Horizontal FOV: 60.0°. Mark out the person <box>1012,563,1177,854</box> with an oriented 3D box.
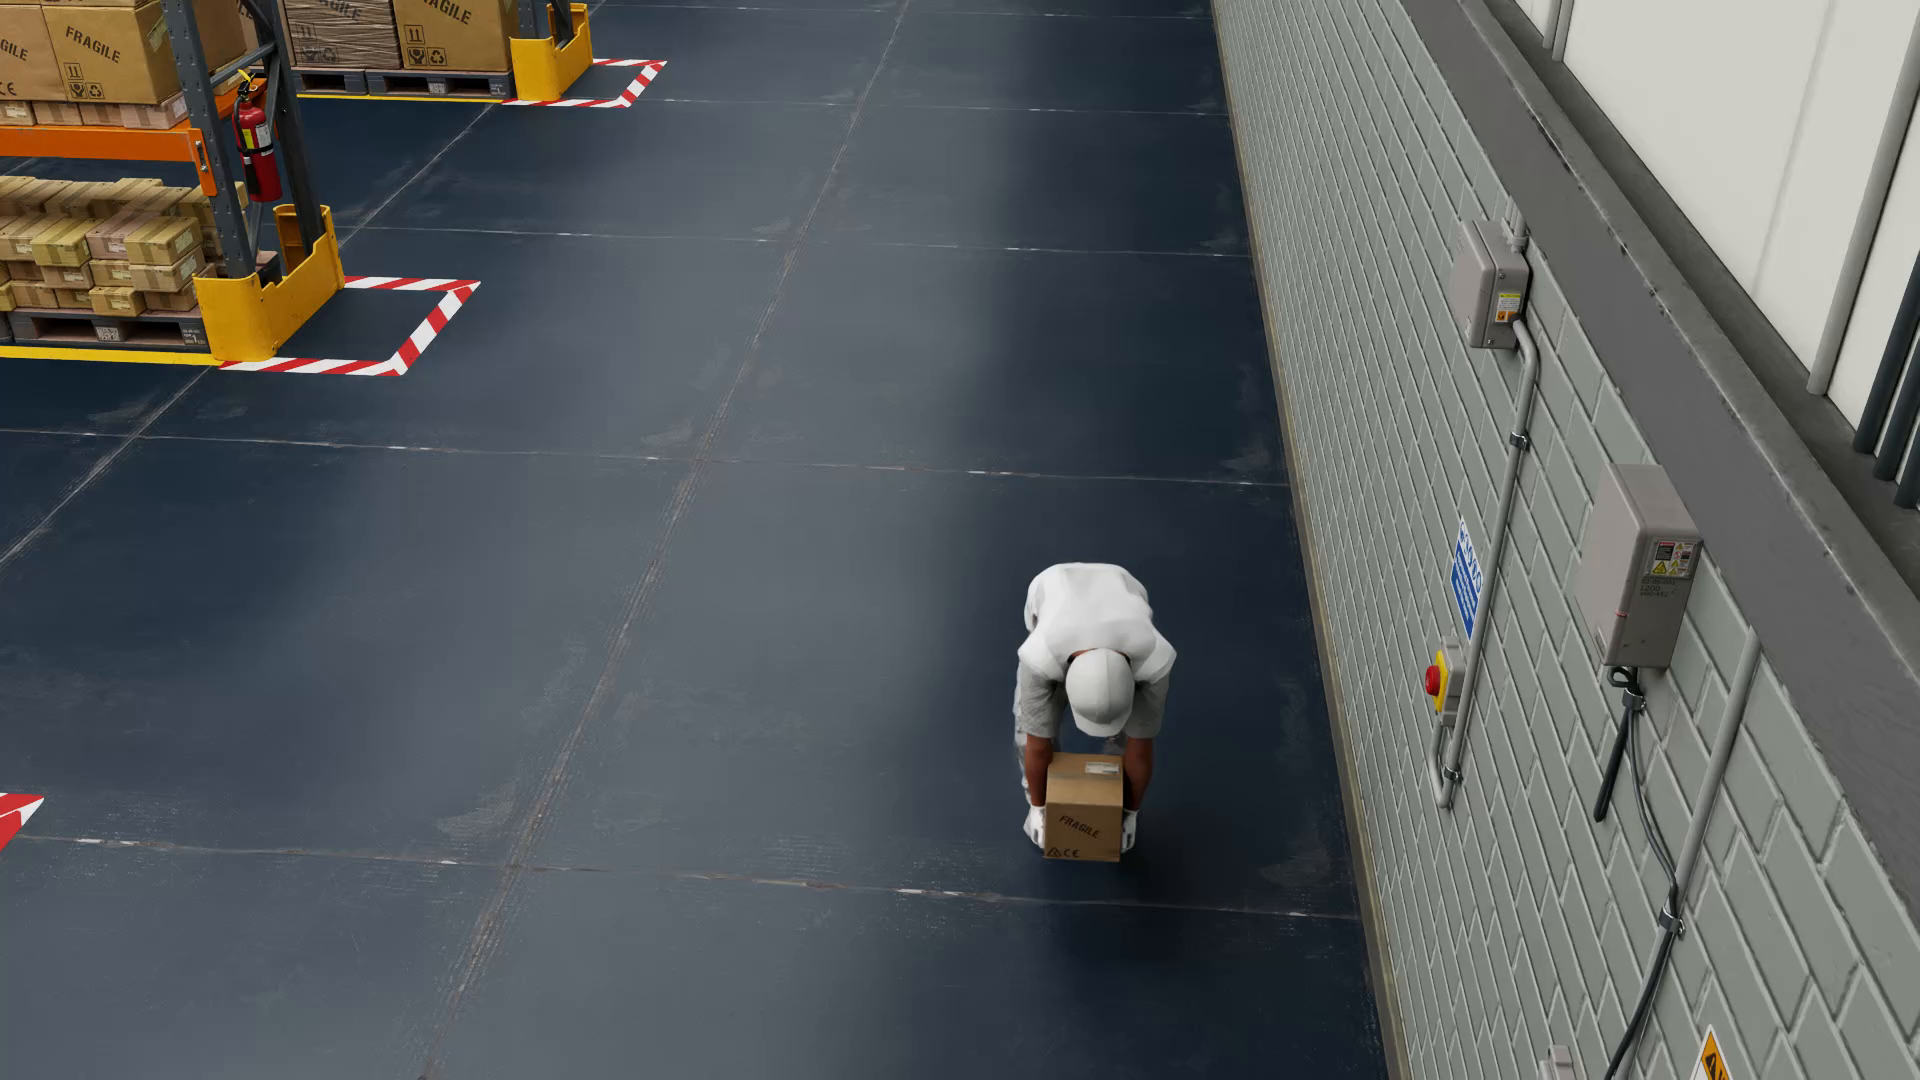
[{"bbox_3d":[0.441,0.645,5.676,0.527,1.146,0.970,1,32,2],"label":"person"}]
